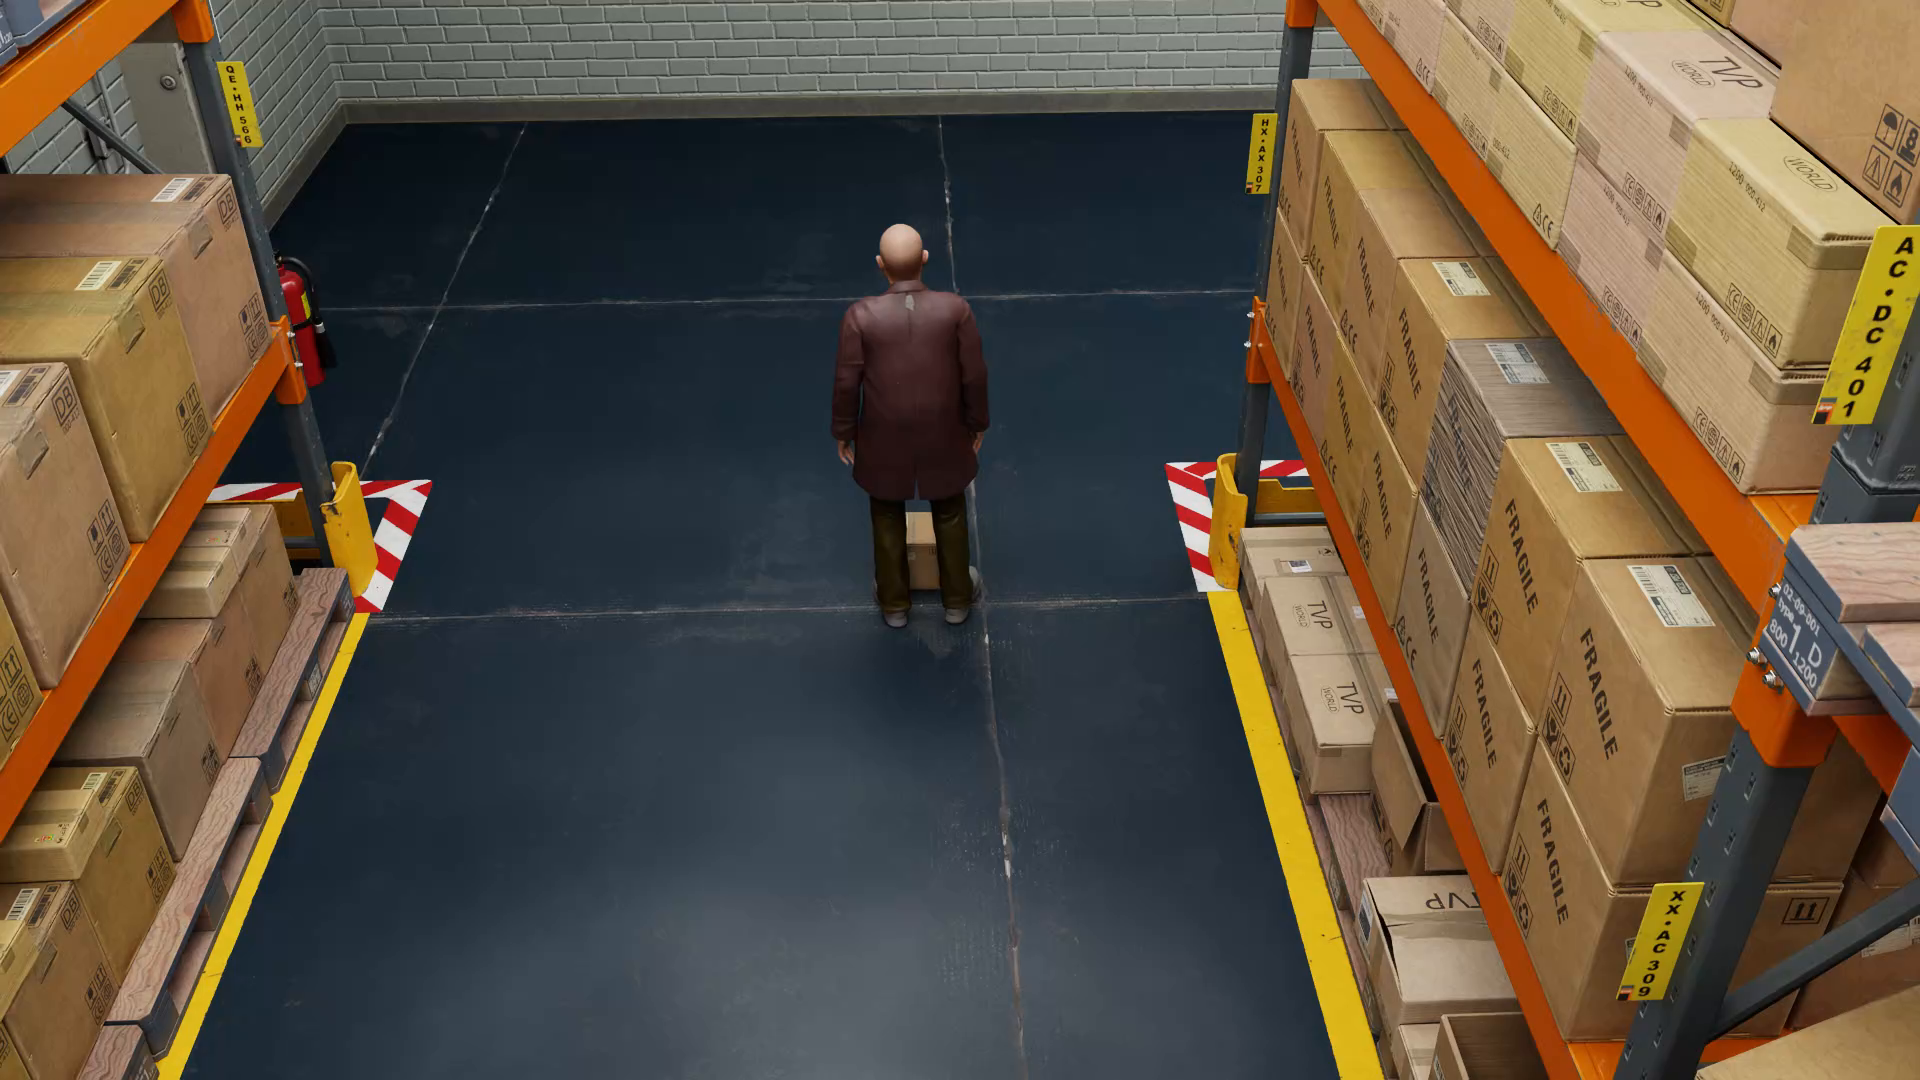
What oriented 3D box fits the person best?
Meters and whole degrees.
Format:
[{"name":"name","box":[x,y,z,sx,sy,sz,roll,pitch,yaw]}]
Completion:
[{"name":"person","box":[-0.201,-0.439,6.790,0.654,1.774,0.420,-3,35,-5]}]
